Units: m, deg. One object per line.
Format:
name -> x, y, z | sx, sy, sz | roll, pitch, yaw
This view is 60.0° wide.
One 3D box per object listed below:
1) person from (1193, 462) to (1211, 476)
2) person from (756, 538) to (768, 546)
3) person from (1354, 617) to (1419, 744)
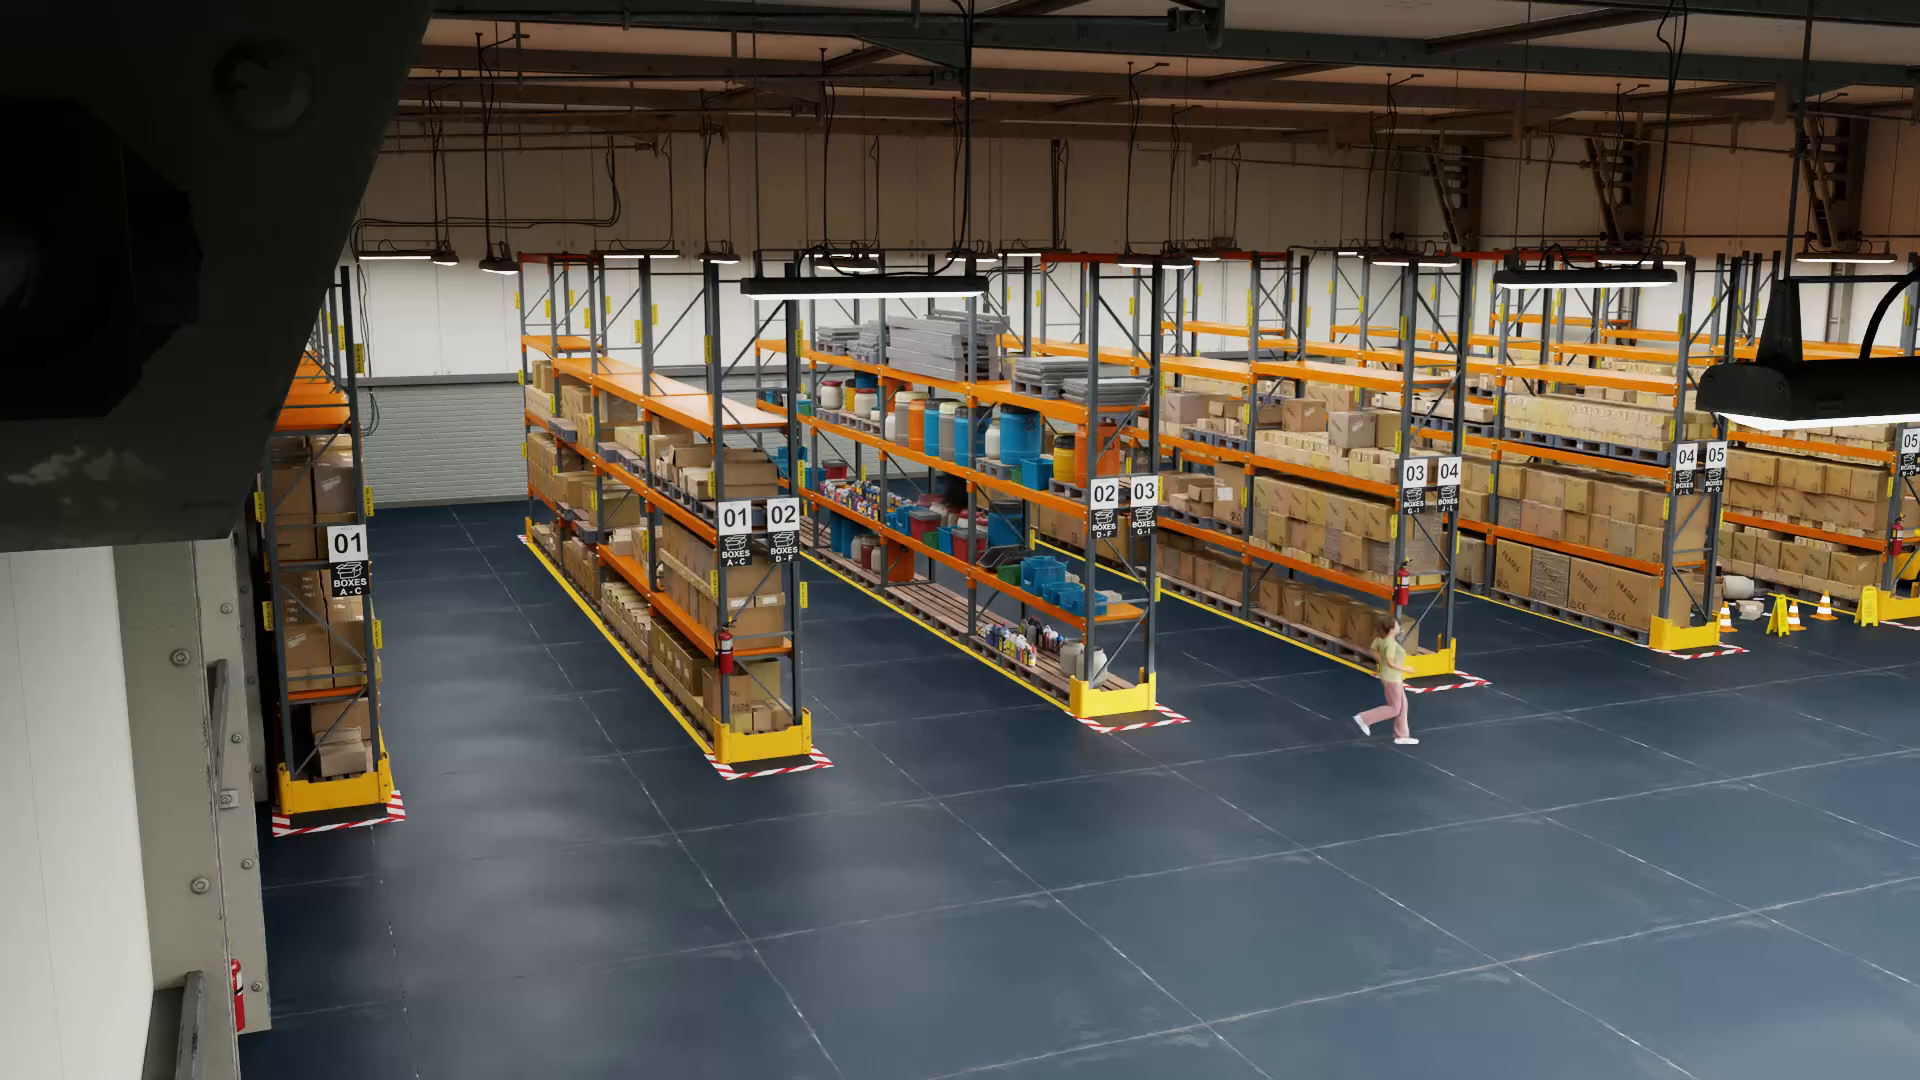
person -> 6.052, -2.215, 42.090 | 0.939, 1.779, 0.690 | -6, 12, -30
person -> -3.447, 0.077, 28.164 | 0.654, 1.892, 0.711 | -6, 12, -32
person -> 5.358, 1.763, 20.832 | 0.841, 1.647, 0.578 | 0, 10, -1
